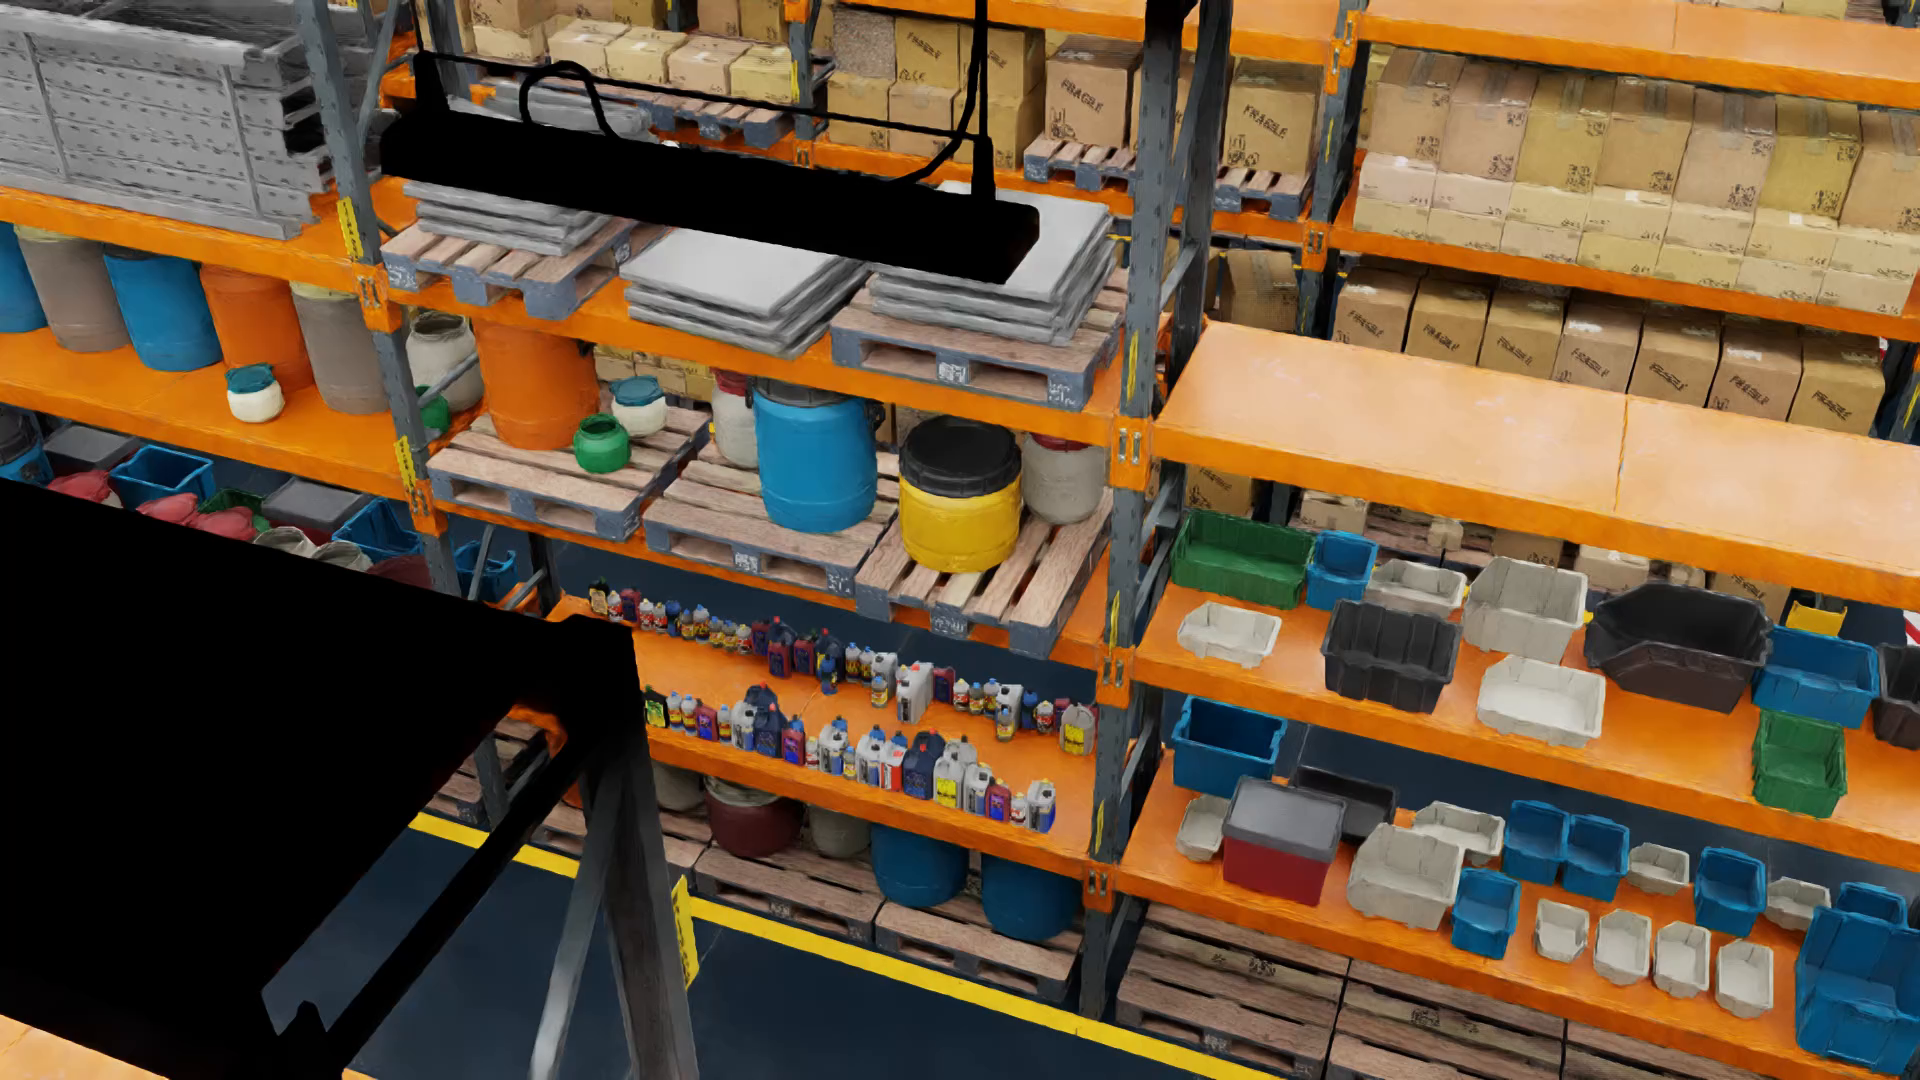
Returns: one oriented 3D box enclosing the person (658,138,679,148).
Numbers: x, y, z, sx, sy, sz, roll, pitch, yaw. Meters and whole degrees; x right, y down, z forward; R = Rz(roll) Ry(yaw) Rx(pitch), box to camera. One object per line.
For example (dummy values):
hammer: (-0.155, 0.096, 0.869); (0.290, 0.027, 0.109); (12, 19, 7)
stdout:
person: (-2.938, -3.395, 16.555); (0.531, 1.674, 0.409); (-6, 37, -8)
